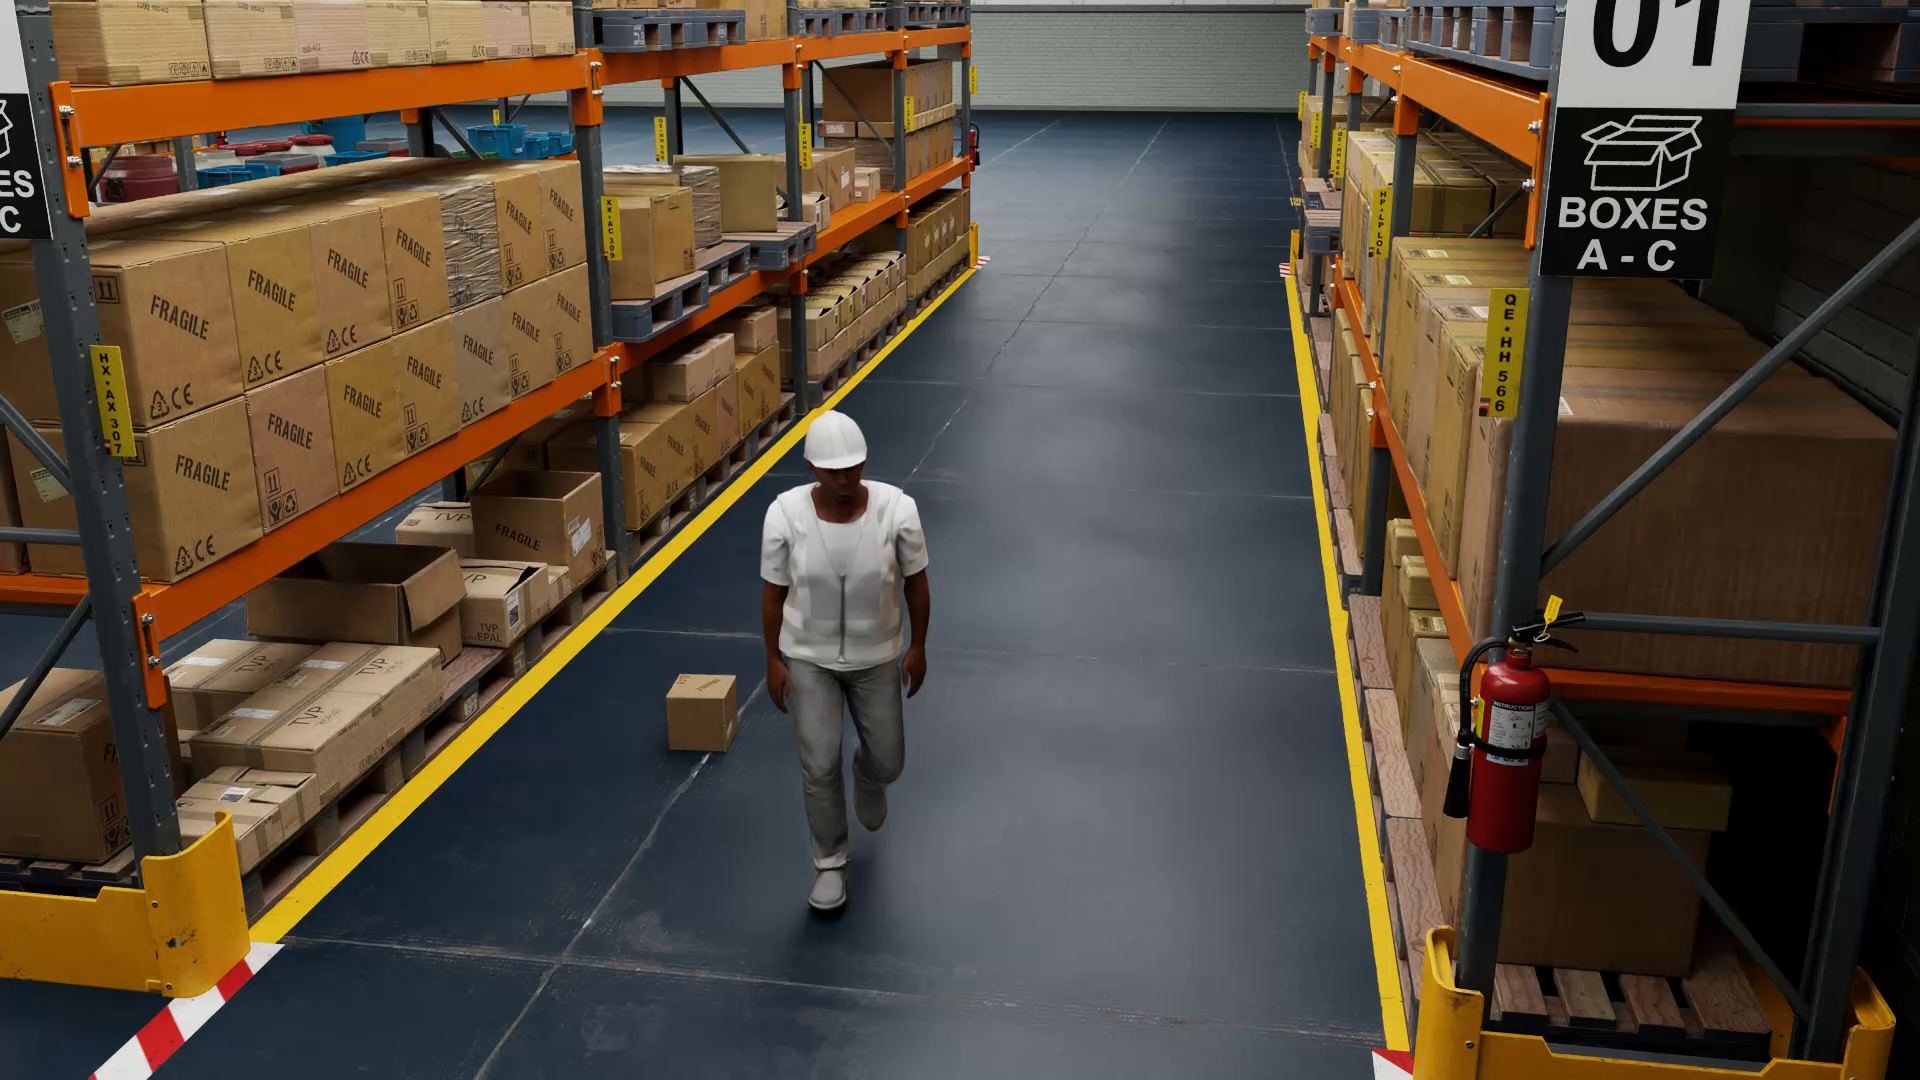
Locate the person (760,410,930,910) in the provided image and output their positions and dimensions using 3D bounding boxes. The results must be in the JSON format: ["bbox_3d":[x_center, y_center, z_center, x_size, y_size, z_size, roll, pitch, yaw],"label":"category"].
[{"bbox_3d":[-0.397,0.370,5.819,0.579,1.749,0.706,-2,18,-5],"label":"person"}]
